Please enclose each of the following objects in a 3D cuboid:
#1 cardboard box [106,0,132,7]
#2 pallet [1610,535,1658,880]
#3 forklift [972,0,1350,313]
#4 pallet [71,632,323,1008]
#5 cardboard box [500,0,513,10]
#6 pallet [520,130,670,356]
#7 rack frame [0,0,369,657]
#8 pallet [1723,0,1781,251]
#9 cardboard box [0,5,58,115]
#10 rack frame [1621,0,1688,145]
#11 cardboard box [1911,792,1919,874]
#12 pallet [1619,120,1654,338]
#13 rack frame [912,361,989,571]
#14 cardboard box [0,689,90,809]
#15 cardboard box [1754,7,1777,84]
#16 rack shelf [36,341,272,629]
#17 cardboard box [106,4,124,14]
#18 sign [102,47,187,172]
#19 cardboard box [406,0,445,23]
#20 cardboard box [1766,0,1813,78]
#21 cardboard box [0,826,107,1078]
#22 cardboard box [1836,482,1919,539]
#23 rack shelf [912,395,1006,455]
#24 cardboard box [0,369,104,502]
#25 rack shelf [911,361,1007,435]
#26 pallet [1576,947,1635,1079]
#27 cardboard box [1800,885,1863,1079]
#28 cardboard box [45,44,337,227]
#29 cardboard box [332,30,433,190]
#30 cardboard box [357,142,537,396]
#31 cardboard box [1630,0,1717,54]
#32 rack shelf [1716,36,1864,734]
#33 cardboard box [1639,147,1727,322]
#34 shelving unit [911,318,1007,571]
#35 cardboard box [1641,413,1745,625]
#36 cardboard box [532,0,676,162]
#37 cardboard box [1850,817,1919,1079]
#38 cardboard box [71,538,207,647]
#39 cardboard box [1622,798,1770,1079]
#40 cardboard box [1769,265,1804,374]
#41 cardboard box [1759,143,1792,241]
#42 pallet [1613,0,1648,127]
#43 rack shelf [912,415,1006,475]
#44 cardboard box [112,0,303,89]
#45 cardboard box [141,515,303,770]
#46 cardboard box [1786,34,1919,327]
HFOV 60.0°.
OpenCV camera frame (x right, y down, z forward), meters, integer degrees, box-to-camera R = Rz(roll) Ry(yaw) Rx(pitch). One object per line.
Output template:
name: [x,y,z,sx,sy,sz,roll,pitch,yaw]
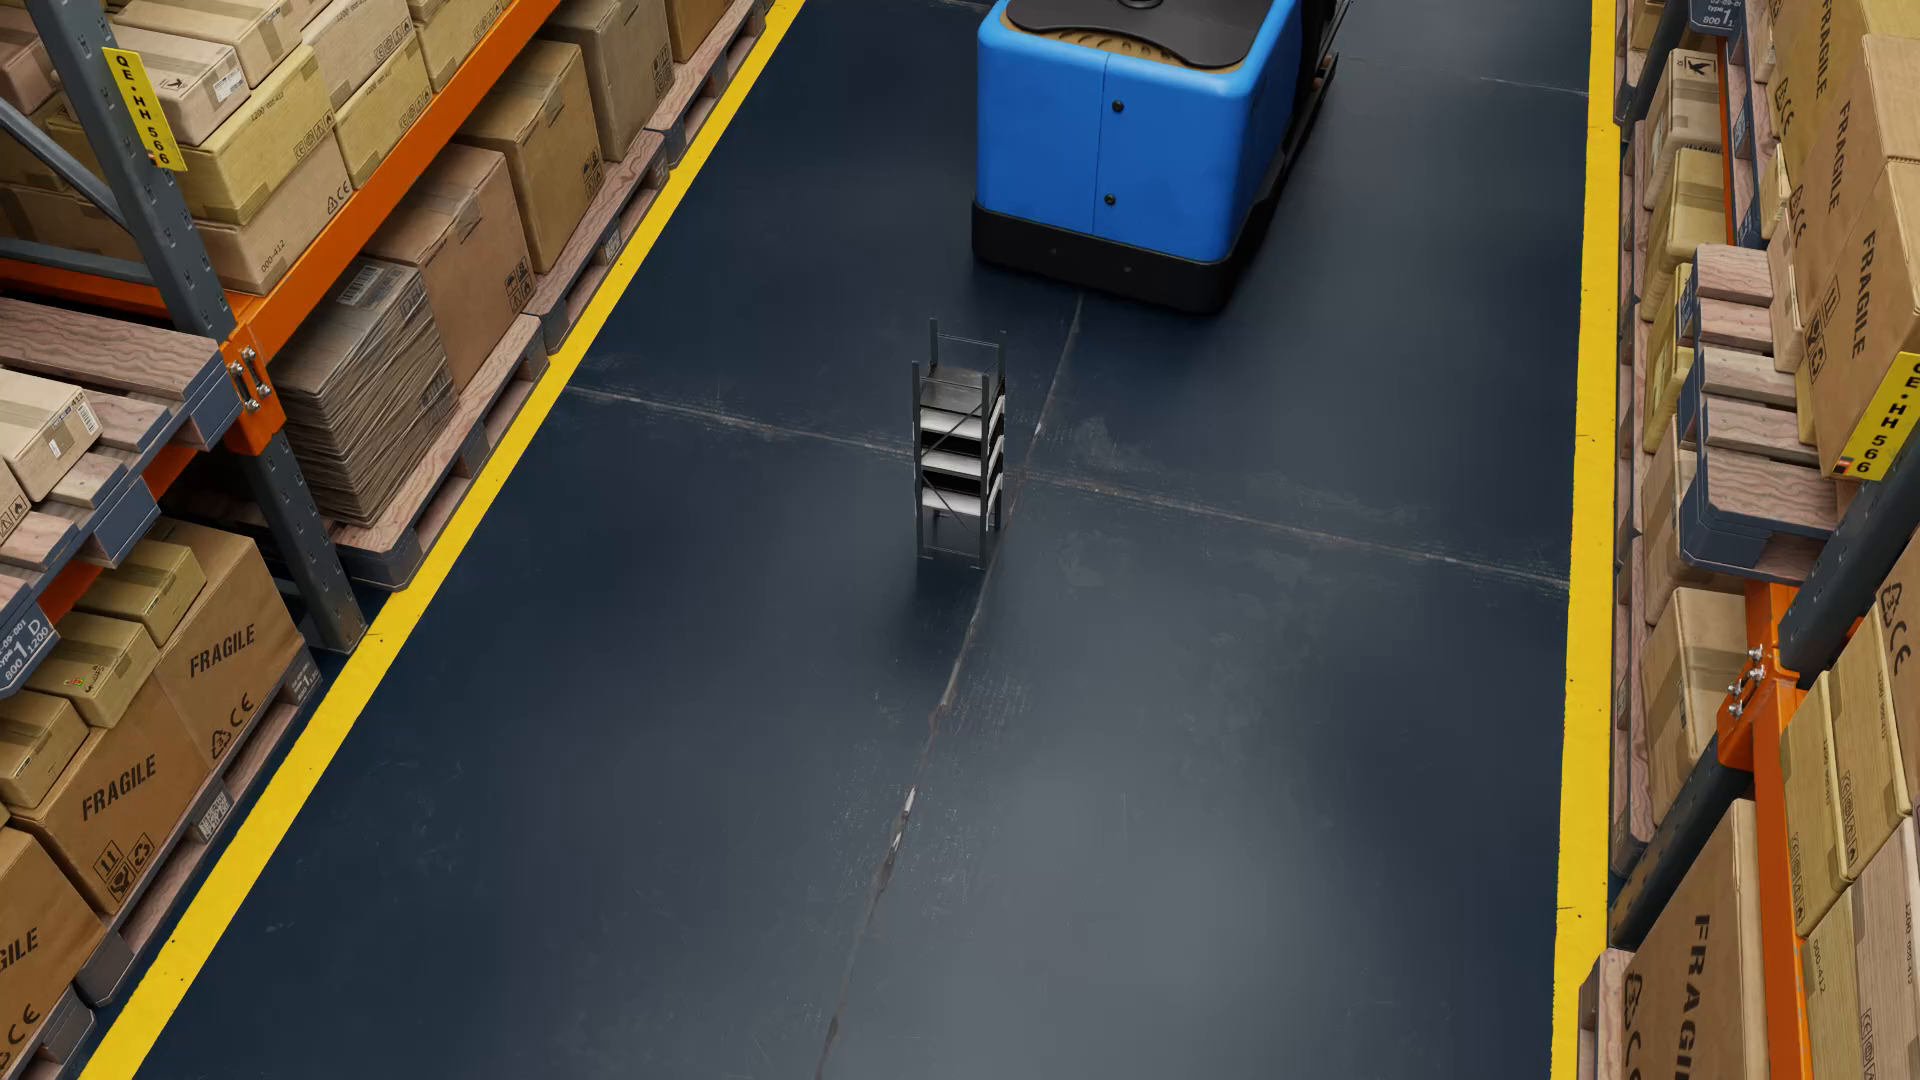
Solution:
cardboard box: [-2.471,-1.665,4.719,0.380,0.149,0.250,12,50,10]
pallet: [2.547,0.579,5.098,1.003,0.211,1.213,12,50,10]
forklift: [1.062,-2.975,6.421,1.130,2.935,3.031,17,51,14]
pallet: [-2.683,0.700,4.991,1.003,0.211,1.213,12,50,10]
cardboard box: [-1.693,-2.090,5.694,0.500,0.250,0.500,13,50,11]
pallet: [-1.872,-1.300,6.756,1.003,0.211,1.213,12,50,10]
rack frame: [-2.450,-0.755,4.416,1.000,3.000,0.127,12,50,10]
pallet: [2.821,-1.155,4.897,1.003,0.211,1.213,12,50,10]
cardboard box: [-2.559,-1.278,4.378,0.380,0.149,0.250,13,50,11]
rack frame: [3.393,-2.672,6.107,1.000,3.000,0.127,12,50,10]
cardboard box: [1.853,0.527,2.551,0.500,0.500,0.500,12,50,10]
pallet: [3.189,-1.186,6.656,1.003,0.211,1.213,12,50,10]
rack frame: [-0.029,-0.218,5.343,0.240,0.900,0.006,12,50,10]
cardboard box: [-2.489,0.511,4.253,0.380,0.149,0.250,10,49,9]
cardboard box: [2.573,-1.453,4.919,0.380,0.149,0.250,13,50,11]
rack shelf: [-2.976,0.929,3.409,1.077,0.370,4.000,12,50,10]
cardboard box: [-2.467,-1.621,4.947,0.500,0.250,0.500,12,50,10]
sign: [-1.924,-1.012,3.923,0.100,0.325,0.005,12,50,10]
cardboard box: [-1.809,-1.881,5.176,0.500,0.250,0.500,10,49,9]
cardboard box: [2.593,-1.569,4.589,0.500,0.500,0.500,10,49,8]
cardboard box: [-2.631,1.020,4.236,0.500,0.500,0.500,14,50,12]
cardboard box: [2.199,-0.118,3.741,0.380,0.149,0.250,13,50,11]
rack shelf: [-0.002,-0.389,5.297,0.258,0.077,0.200,12,50,10]
cardboard box: [-2.252,-0.260,3.866,0.380,0.149,0.250,12,50,11]
rack shelf: [-0.002,-0.449,5.230,0.258,0.077,0.200,12,50,10]
pallet: [2.060,1.700,4.109,1.003,0.211,1.213,12,50,10]
cardboard box: [1.850,0.950,3.011,0.500,0.250,0.500,10,49,9]
cardboard box: [-2.073,-1.139,4.521,0.500,0.250,0.500,12,50,10]
cardboard box: [-1.960,-1.341,5.033,0.500,0.250,0.500,11,49,9]
cardboard box: [-2.108,-1.031,5.963,0.875,0.625,0.625,13,50,11]
cardboard box: [3.289,-2.381,7.405,0.500,0.250,0.500,14,50,12]
rack shelf: [2.866,-0.987,5.100,1.077,0.370,4.000,12,50,10]
cardboard box: [3.071,-1.041,6.140,0.950,0.372,0.625,14,50,12]
shelving unit: [-0.002,-0.292,5.407,0.258,0.900,0.210,12,50,10]
cardboard box: [2.685,0.010,5.213,0.950,0.372,0.625,11,49,9]
cardboard box: [-1.735,-2.062,6.873,0.875,0.625,0.625,11,50,10]
cardboard box: [1.831,0.797,2.812,0.500,0.250,0.500,13,50,11]
cardboard box: [-2.335,0.126,4.593,0.380,0.149,0.250,9,49,8]
cardboard box: [2.078,1.269,3.766,0.875,0.875,0.875,11,50,10]
cardboard box: [2.223,-0.517,4.093,0.380,0.149,0.250,11,50,10]
cardboard box: [2.356,-0.899,4.431,0.380,0.149,0.250,12,50,11]
pallet: [3.535,-2.242,7.588,1.003,0.211,1.213,12,50,10]
rack shelf: [-0.002,-0.329,5.365,0.258,0.077,0.200,12,50,10]
cardboard box: [-2.013,-1.369,4.458,0.380,0.149,0.250,13,50,11]
cardboard box: [-2.354,0.281,4.888,0.500,0.500,0.500,13,50,11]
cardboard box: [2.317,-0.809,3.918,0.500,0.500,0.500,11,49,9]
